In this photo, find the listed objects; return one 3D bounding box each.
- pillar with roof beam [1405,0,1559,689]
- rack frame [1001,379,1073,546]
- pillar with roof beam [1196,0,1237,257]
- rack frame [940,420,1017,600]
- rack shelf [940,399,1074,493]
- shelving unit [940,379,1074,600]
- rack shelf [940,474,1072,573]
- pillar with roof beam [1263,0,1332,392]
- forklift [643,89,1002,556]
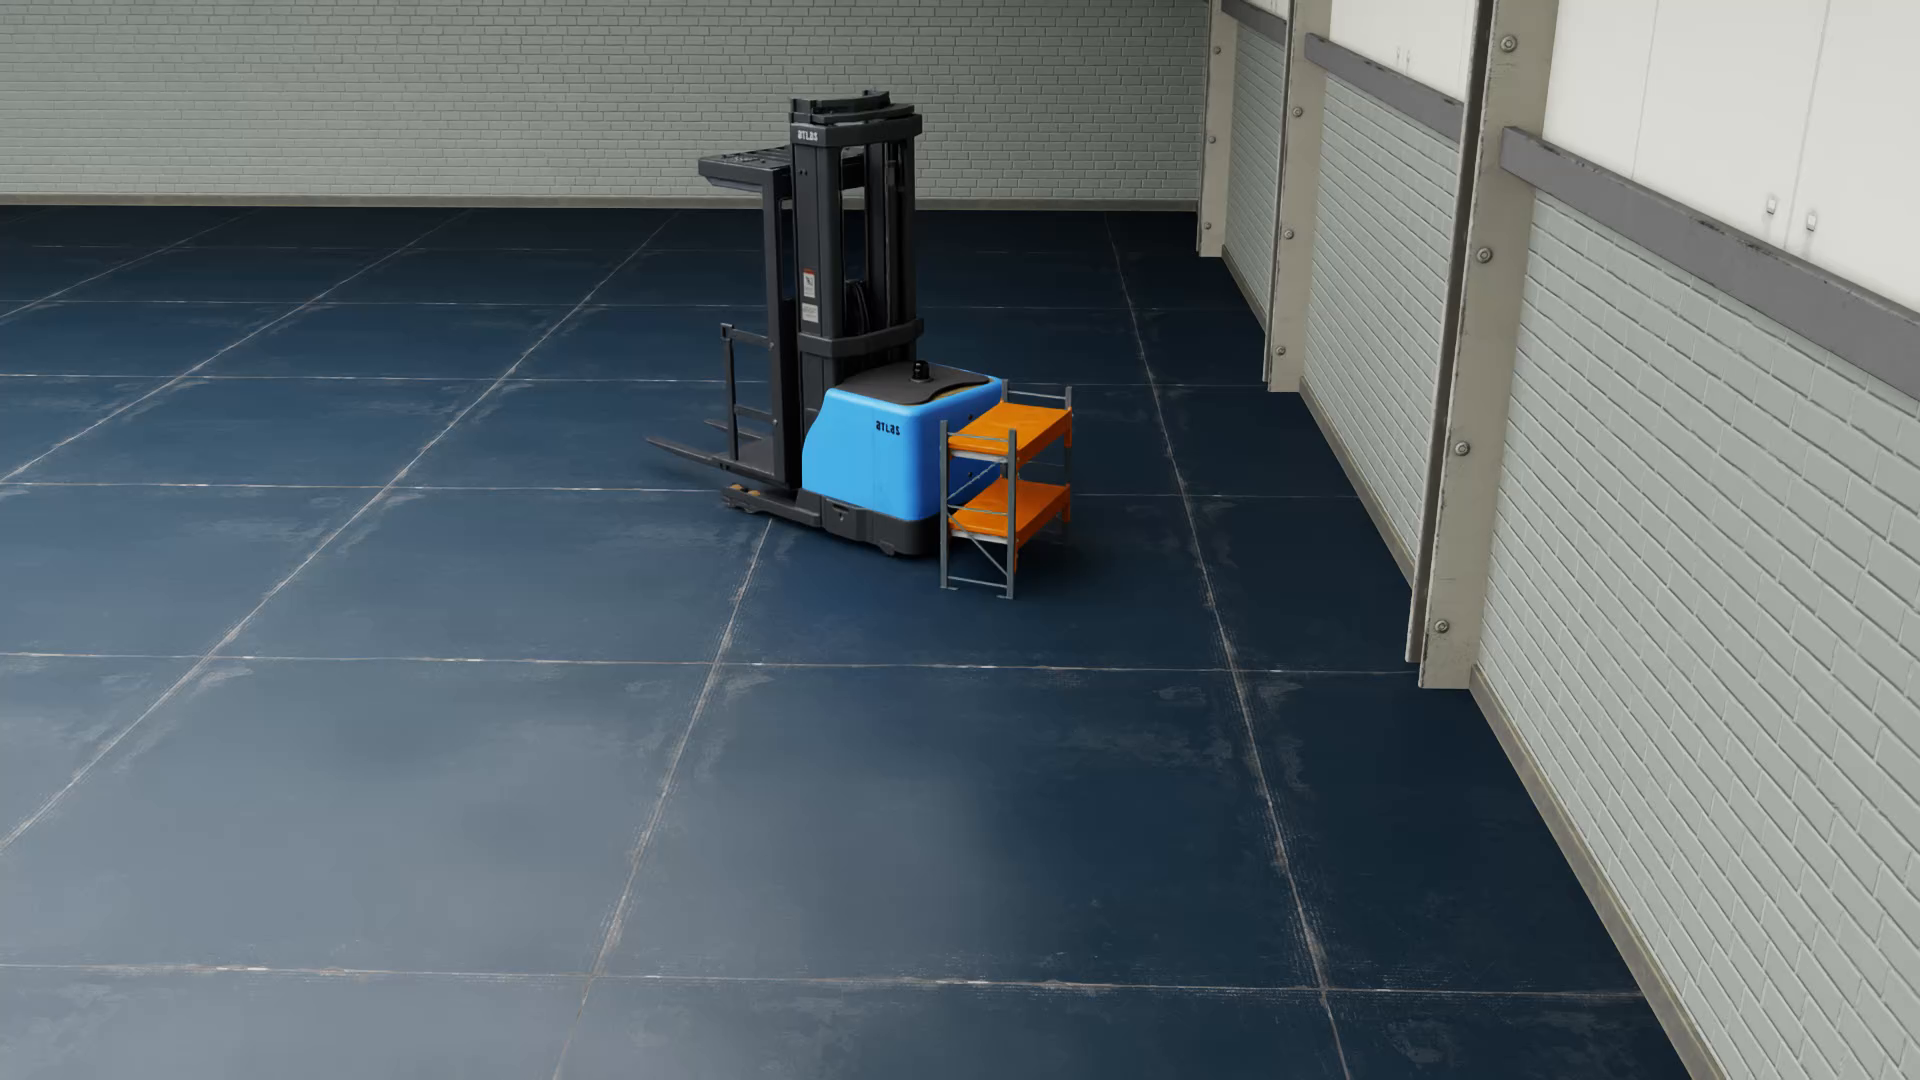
[{"bbox_3d":[-1.547,-3.478,8.052,9.100,9.000,0.400,1,21,2],"label":"pillar with roof beam"},{"bbox_3d":[0.516,-0.521,11.317,0.500,1.125,0.032,9,23,22],"label":"rack frame"},{"bbox_3d":[-1.182,-7.817,19.234,9.100,9.000,0.400,1,21,2],"label":"pillar with roof beam"},{"bbox_3d":[0.113,-0.183,10.446,0.500,1.125,0.032,9,23,22],"label":"rack frame"},{"bbox_3d":[0.315,-0.625,10.776,0.538,0.278,1.000,9,23,22],"label":"rack shelf"},{"bbox_3d":[0.315,-0.352,10.882,0.538,1.125,1.048,9,23,22],"label":"shelving unit"},{"bbox_3d":[0.315,-0.124,10.970,0.538,0.278,1.000,9,23,22],"label":"rack shelf"},{"bbox_3d":[-1.365,-5.647,13.643,9.100,9.000,0.400,1,21,2],"label":"pillar with roof beam"},{"bbox_3d":[-1.108,-1.684,11.818,3.031,2.935,1.130,17,27,38],"label":"forklift"}]
